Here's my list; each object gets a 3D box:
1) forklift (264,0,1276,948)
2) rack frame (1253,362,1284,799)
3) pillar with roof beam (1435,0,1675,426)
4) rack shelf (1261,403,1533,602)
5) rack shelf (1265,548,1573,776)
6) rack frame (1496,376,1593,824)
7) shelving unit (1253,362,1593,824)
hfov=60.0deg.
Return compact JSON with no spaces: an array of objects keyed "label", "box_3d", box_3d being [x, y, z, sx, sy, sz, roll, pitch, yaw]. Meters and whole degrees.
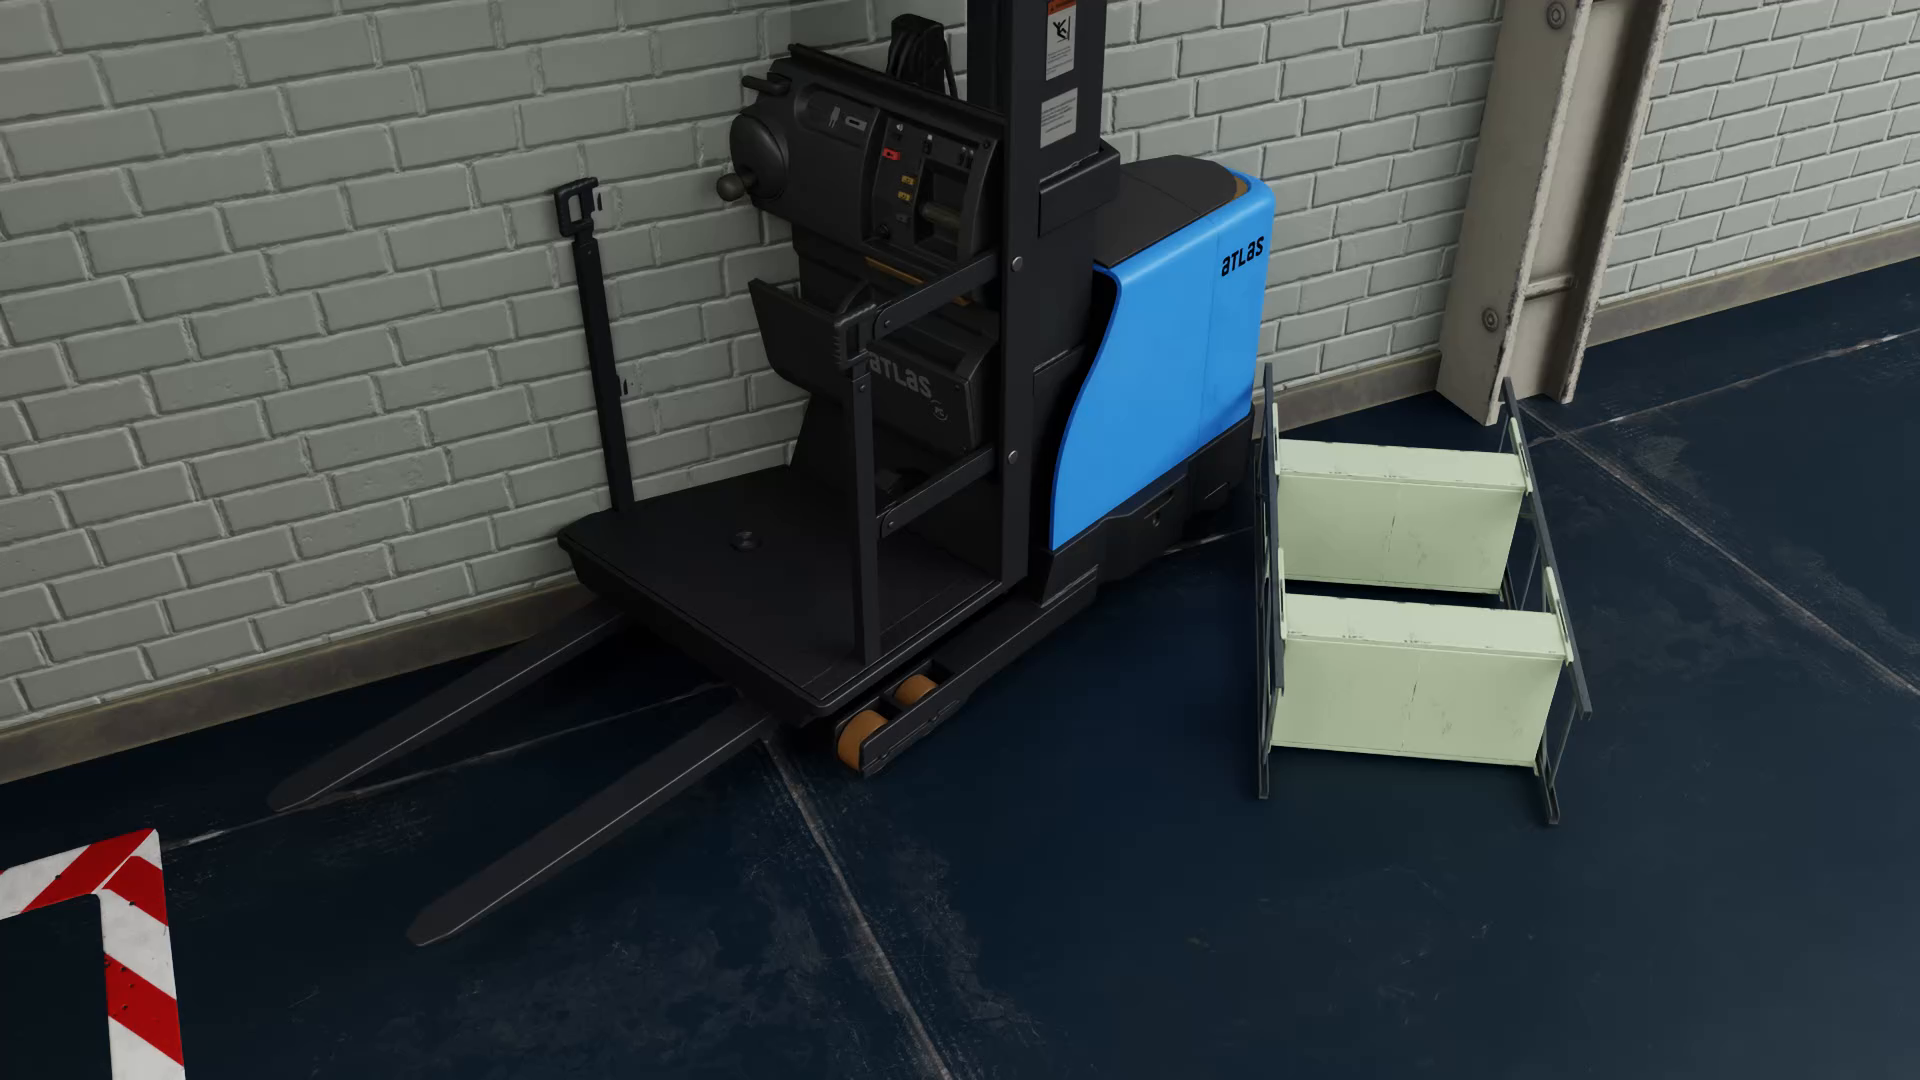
[{"label":"forklift","box_3d":[-0.422,-0.901,4.004,1.130,2.935,3.031,28,45,33]},{"label":"rack frame","box_3d":[0.881,0.057,4.784,0.023,0.400,1.500,4,38,6]},{"label":"pillar with roof beam","box_3d":[3.769,-1.821,0.152,0.400,9.000,9.100,-16,39,-20]},{"label":"rack shelf","box_3d":[1.285,-0.117,5.000,0.720,0.431,0.370,4,38,6]},{"label":"rack shelf","box_3d":[1.195,0.322,4.441,0.720,0.431,0.370,4,38,6]},{"label":"rack frame","box_3d":[1.607,0.109,4.707,0.023,0.400,1.500,4,38,6]},{"label":"shelving unit","box_3d":[1.244,0.083,4.746,0.755,0.431,1.500,4,38,6]}]
